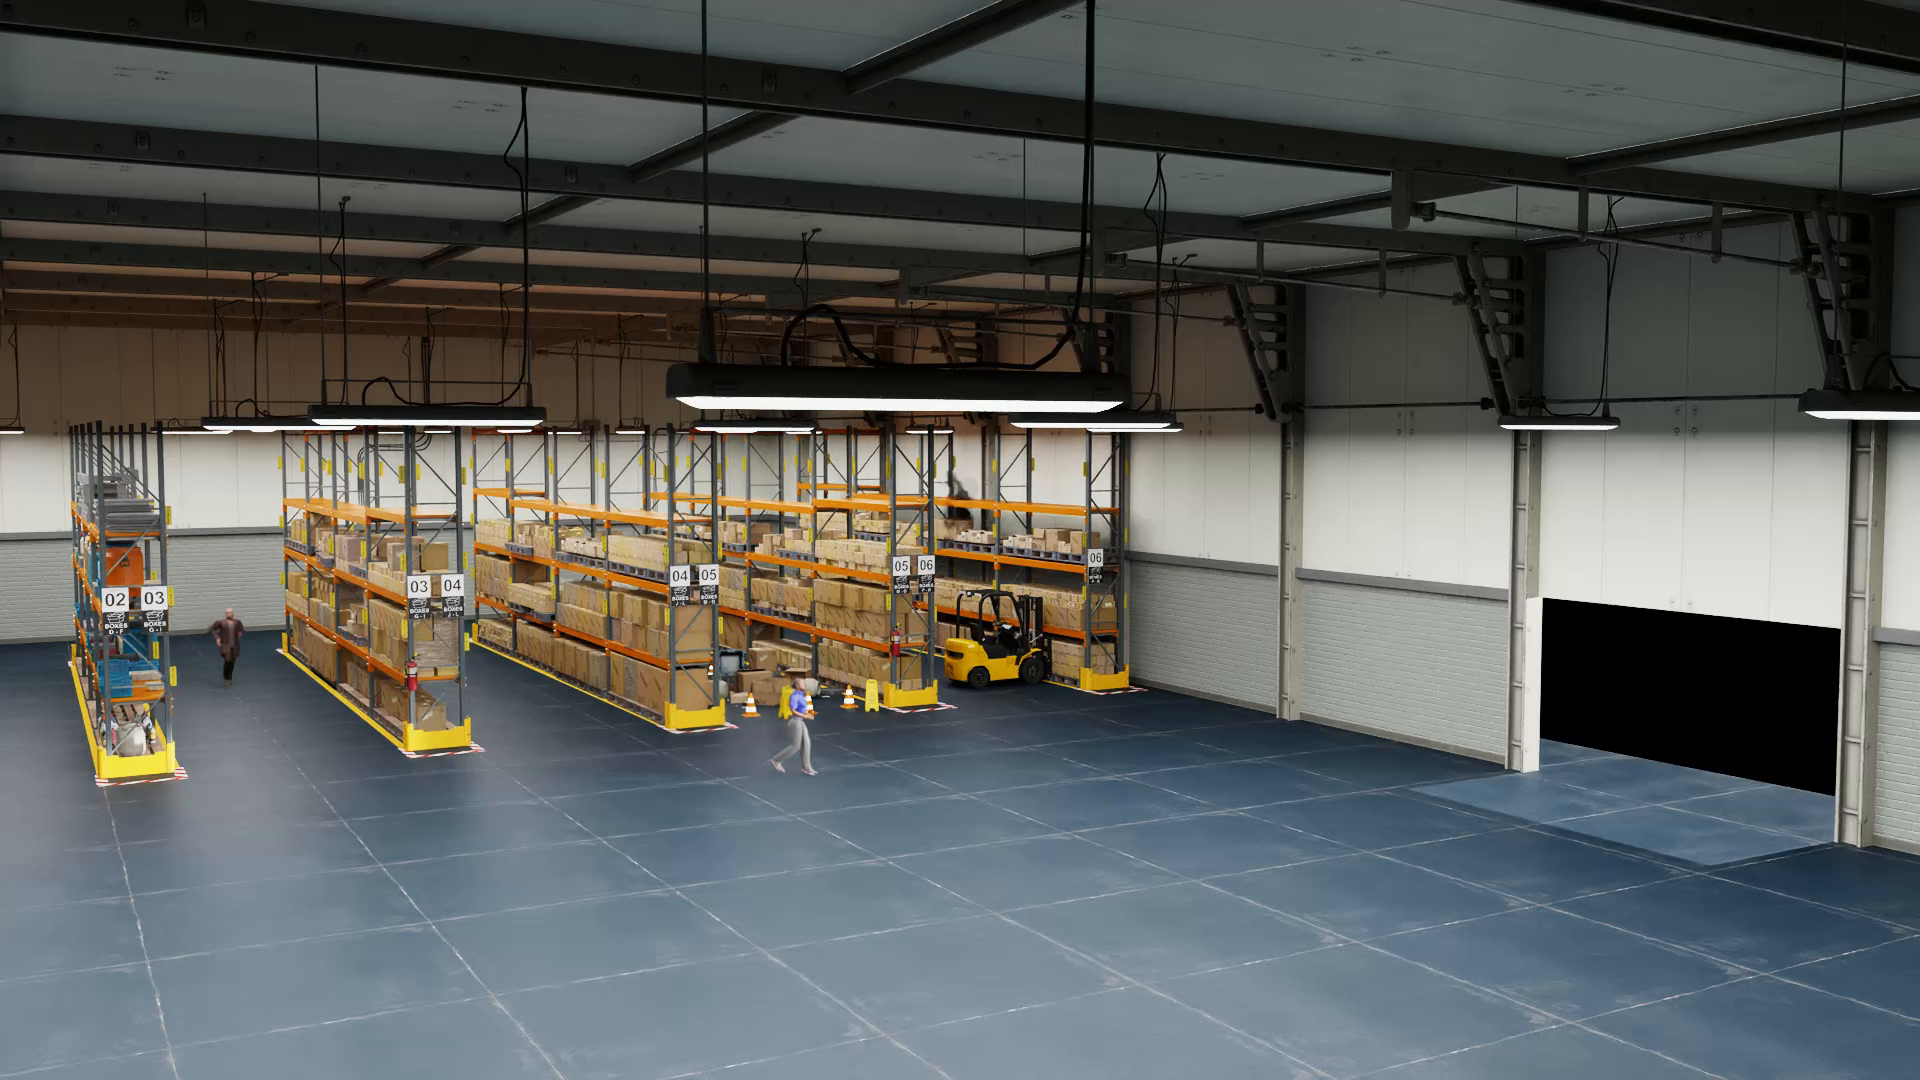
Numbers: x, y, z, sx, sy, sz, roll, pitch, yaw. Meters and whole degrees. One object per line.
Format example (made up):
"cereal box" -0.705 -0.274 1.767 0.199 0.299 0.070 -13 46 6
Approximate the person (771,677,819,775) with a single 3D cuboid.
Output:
"person" -2.796 3.211 28.214 0.806 1.570 0.599 0 4 6

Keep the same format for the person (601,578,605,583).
"person" -10.593 1.824 49.938 0.633 1.661 0.576 -2 4 -30

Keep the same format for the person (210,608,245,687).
"person" -16.814 2.483 38.279 0.680 1.828 0.818 -3 5 -43
